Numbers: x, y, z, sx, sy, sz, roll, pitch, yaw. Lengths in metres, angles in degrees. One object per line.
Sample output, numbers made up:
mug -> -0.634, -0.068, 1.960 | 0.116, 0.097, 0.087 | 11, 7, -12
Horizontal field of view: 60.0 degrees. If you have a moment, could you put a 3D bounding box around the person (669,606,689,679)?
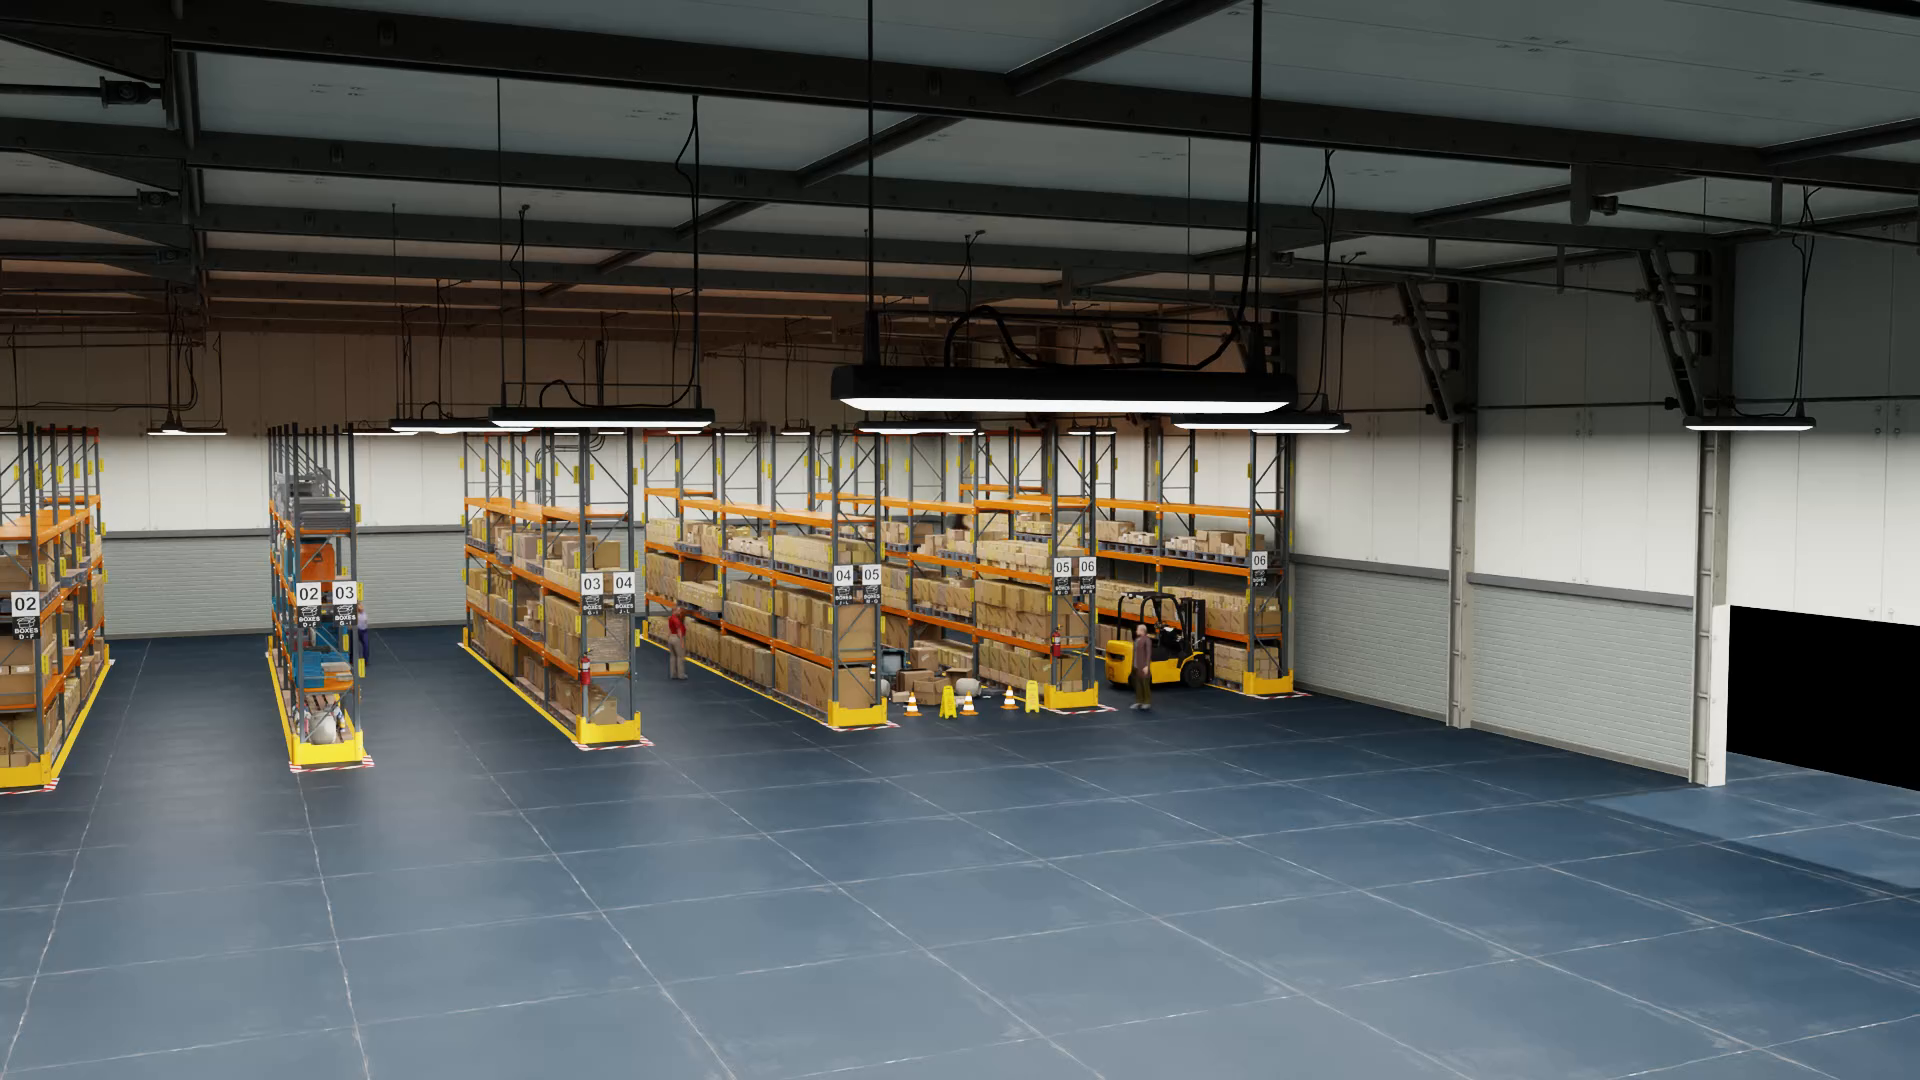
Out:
person -> -6.686, 2.431, 39.593 | 0.438, 1.722, 0.607 | -3, 4, -36

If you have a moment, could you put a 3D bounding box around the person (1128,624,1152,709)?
person -> 3.852, 2.689, 35.198 | 0.402, 1.803, 0.657 | -2, 4, -33

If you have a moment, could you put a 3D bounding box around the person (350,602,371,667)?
person -> -15.111, 2.366, 41.805 | 0.449, 1.602, 0.940 | -2, 4, -34
